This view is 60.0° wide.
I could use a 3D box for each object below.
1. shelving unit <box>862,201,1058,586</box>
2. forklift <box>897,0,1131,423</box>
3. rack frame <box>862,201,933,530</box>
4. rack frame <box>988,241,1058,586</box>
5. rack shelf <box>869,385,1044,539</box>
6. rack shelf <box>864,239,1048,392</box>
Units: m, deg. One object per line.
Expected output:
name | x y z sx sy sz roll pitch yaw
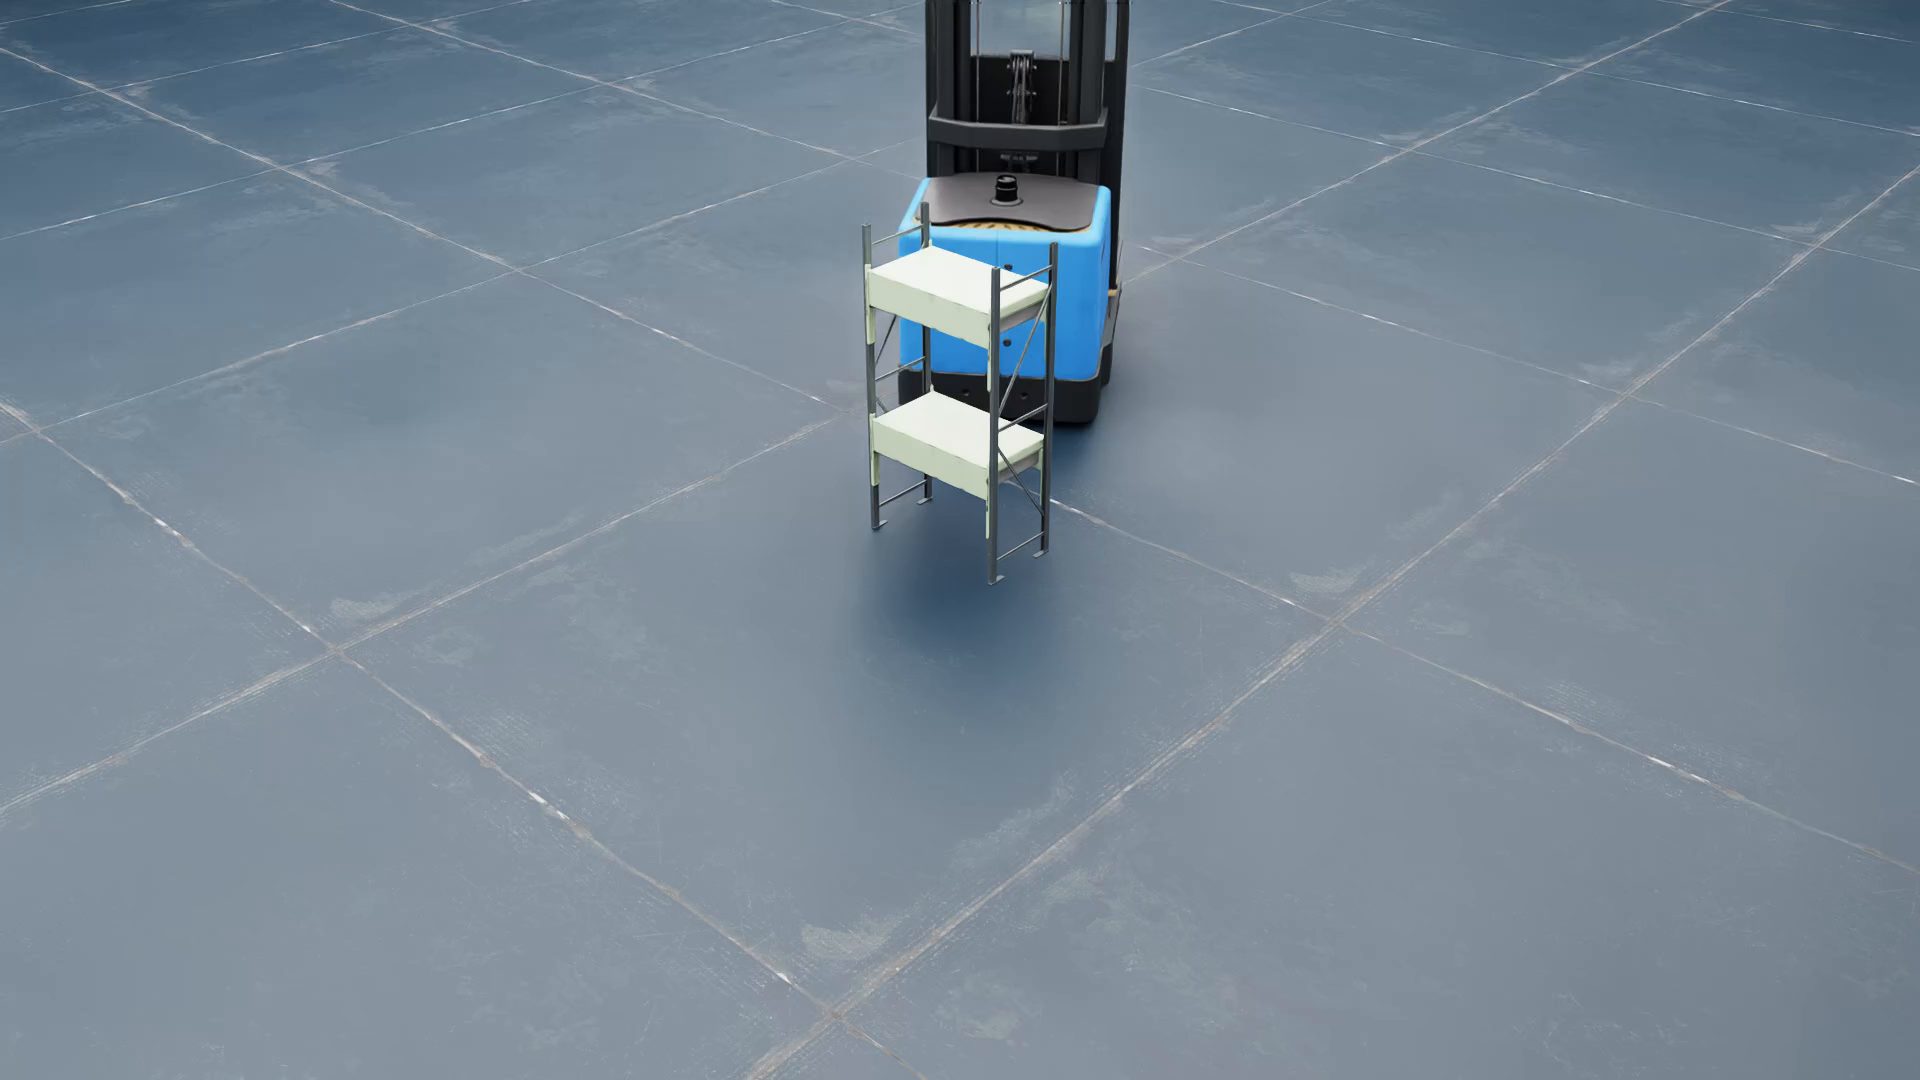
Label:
shelving unit | -0.005 -0.645 7.367 0.755 1.500 0.431 25 39 35
forklift | 0.392 -2.606 9.237 1.130 2.935 3.031 4 31 7
rack frame | -0.276 -0.772 7.577 0.023 1.500 0.400 25 39 35
rack frame | 0.266 -0.518 7.157 0.023 1.500 0.400 25 39 35
rack shelf | -0.005 -0.366 7.535 0.720 0.370 0.431 25 39 35
rack shelf | -0.005 -0.979 7.166 0.720 0.370 0.431 25 39 35
